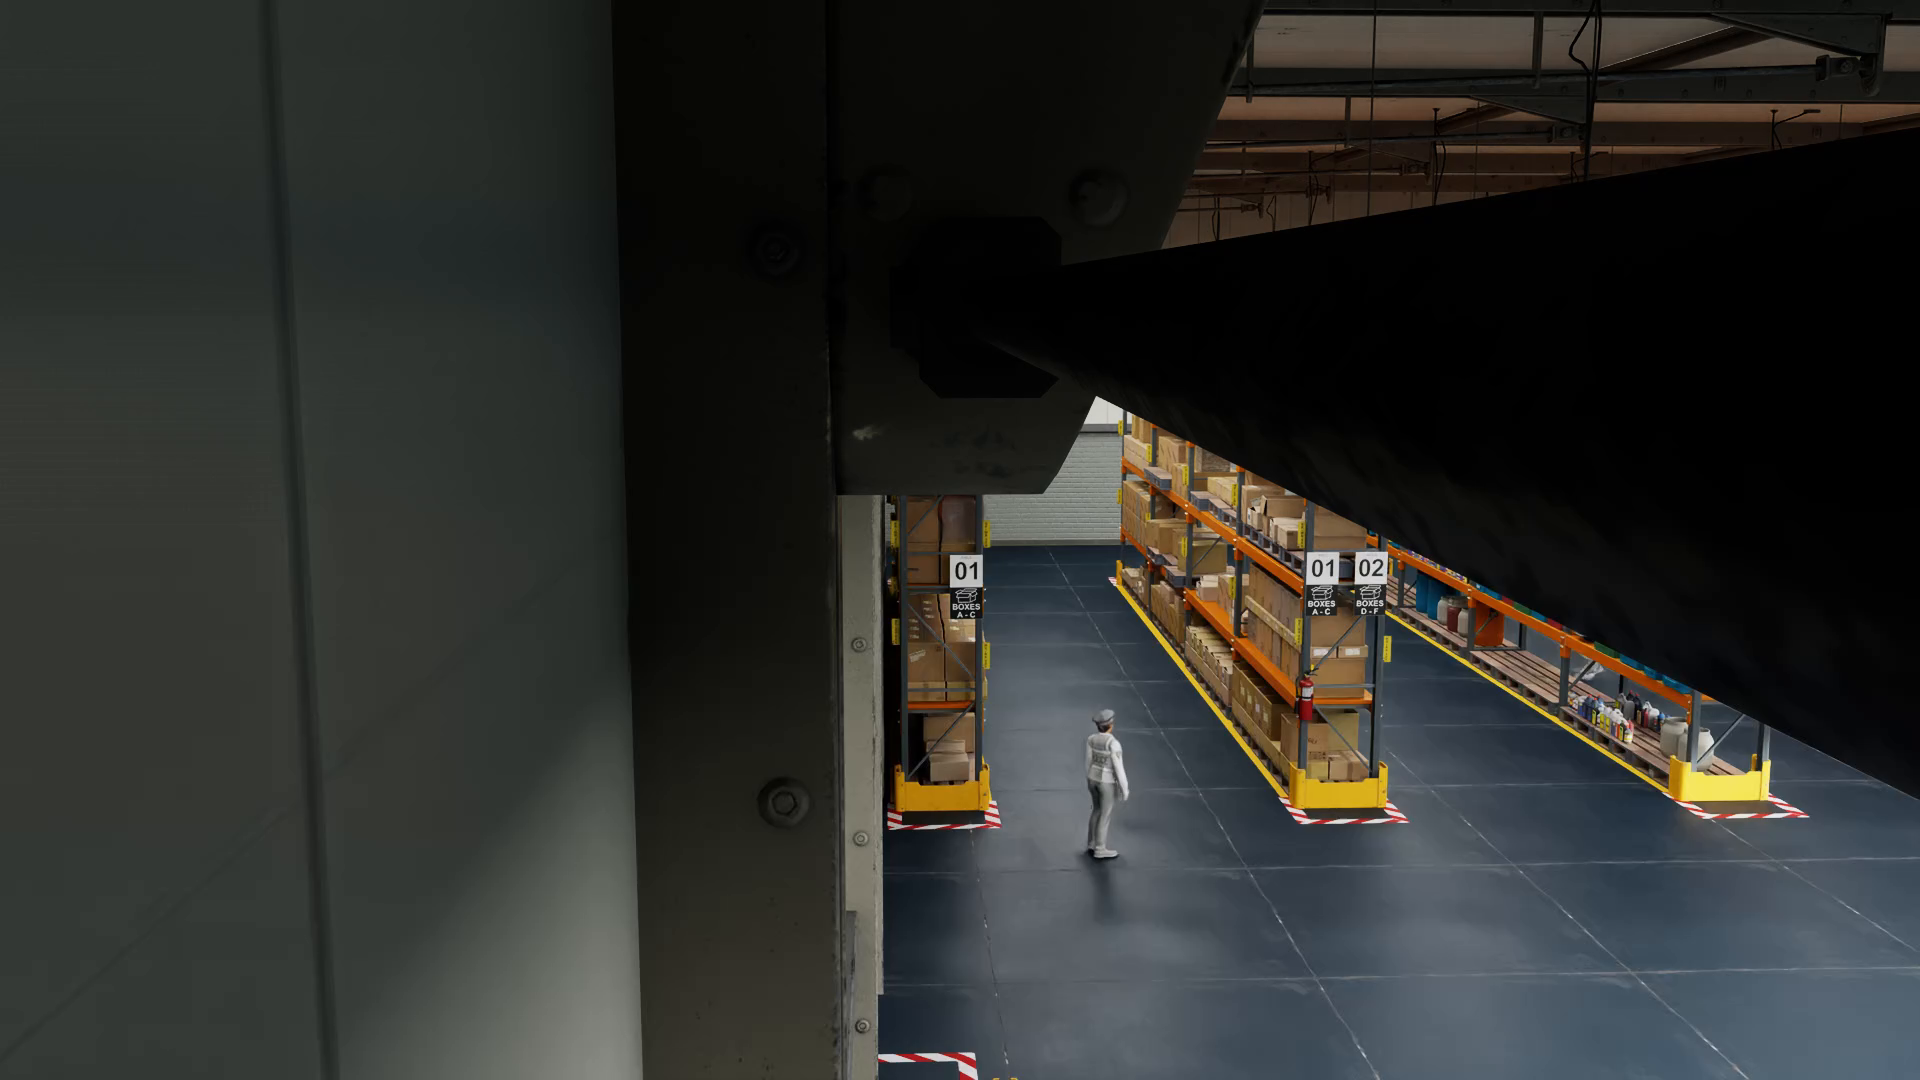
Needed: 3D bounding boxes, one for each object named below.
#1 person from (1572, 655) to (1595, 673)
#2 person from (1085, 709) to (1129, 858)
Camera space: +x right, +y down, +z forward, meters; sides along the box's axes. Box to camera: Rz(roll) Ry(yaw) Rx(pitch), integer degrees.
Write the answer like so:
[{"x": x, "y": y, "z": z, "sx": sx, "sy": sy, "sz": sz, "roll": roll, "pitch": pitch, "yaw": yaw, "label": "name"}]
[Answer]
[{"x": 10.502, "y": 1.395, "z": 27.894, "sx": 0.374, "sy": 1.685, "sz": 0.510, "roll": 2, "pitch": 9, "yaw": 15, "label": "person"}, {"x": 1.666, "y": 2.773, "z": 18.796, "sx": 0.386, "sy": 1.717, "sz": 0.577, "roll": -7, "pitch": 11, "yaw": -39, "label": "person"}]
